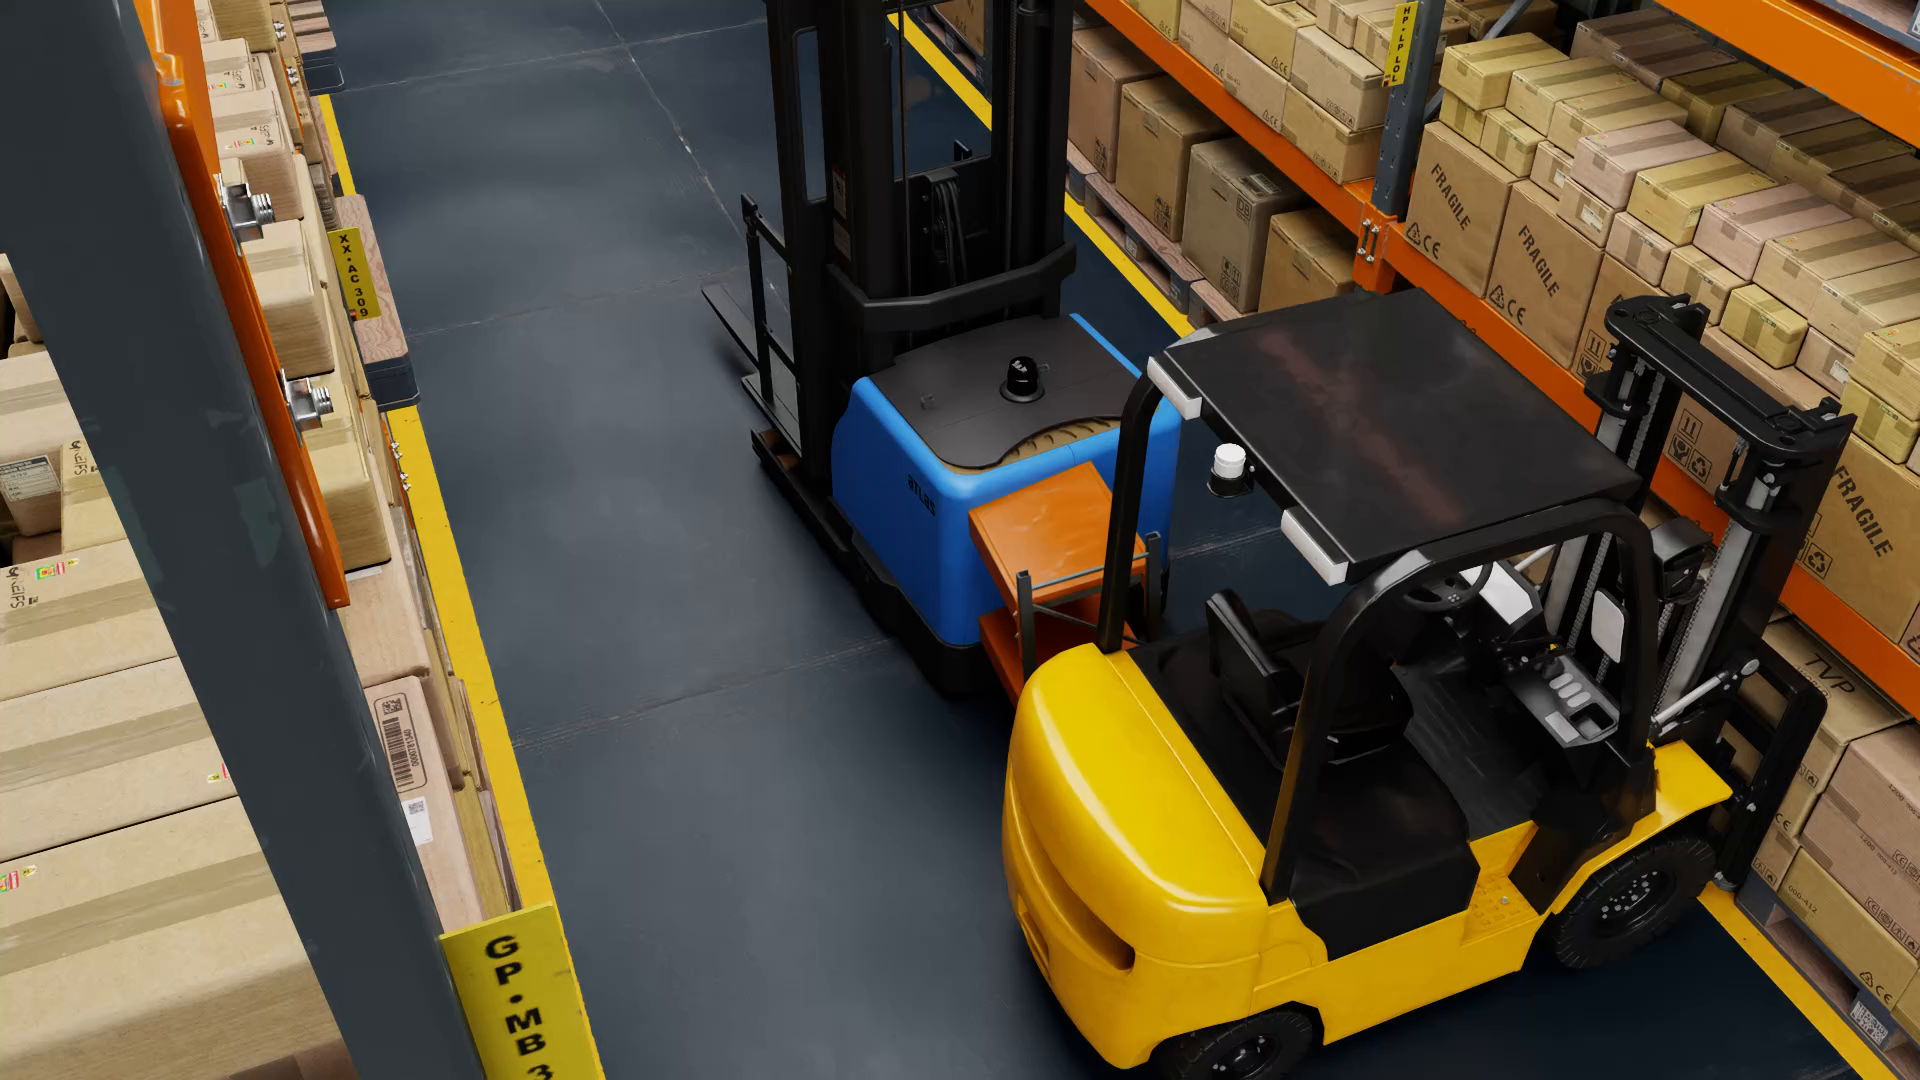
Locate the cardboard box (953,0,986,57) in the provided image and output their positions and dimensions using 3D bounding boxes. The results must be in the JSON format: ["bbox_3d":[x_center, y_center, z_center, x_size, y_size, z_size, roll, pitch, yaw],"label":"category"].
[{"bbox_3d":[0.278,-3.432,10.535,0.500,0.500,0.500,-14,43,-16],"label":"cardboard box"}]

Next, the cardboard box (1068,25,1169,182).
[{"bbox_3d":[1.122,-2.507,9.364,0.875,0.625,0.625,-14,43,-15],"label":"cardboard box"}]

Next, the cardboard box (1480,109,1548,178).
[{"bbox_3d":[2.149,-1.480,6.097,0.380,0.149,0.250,-14,43,-16],"label":"cardboard box"}]

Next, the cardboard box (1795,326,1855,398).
[{"bbox_3d":[2.782,-0.563,5.029,0.380,0.149,0.250,-15,43,-17],"label":"cardboard box"}]

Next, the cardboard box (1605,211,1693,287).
[{"bbox_3d":[2.399,-1.005,5.544,0.380,0.149,0.250,-16,43,-17],"label":"cardboard box"}]

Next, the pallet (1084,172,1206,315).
[{"bbox_3d":[1.380,-1.723,9.091,1.003,0.211,1.213,-15,43,-17],"label":"pallet"}]

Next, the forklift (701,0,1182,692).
[{"bbox_3d":[-0.298,-1.472,6.714,1.130,2.935,3.031,-19,44,-21],"label":"forklift"}]

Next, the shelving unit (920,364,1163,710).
[{"bbox_3d":[0.302,0.146,6.184,0.538,1.125,1.048,-16,43,-11],"label":"shelving unit"}]

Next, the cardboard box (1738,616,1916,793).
[{"bbox_3d":[2.832,0.497,5.392,0.500,0.250,0.500,-15,43,-16],"label":"cardboard box"}]

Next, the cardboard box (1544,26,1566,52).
[{"bbox_3d":[2.212,-2.112,7.137,0.500,0.250,0.500,-16,43,-18],"label":"cardboard box"}]

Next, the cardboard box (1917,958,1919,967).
[{"bbox_3d":[3.224,1.278,4.866,0.500,0.250,0.500,-16,43,-17],"label":"cardboard box"}]

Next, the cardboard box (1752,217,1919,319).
[{"bbox_3d":[2.695,-0.838,5.122,0.380,0.149,0.250,-15,43,-17],"label":"cardboard box"}]

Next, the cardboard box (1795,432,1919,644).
[{"bbox_3d":[2.882,-0.092,4.980,0.500,0.500,0.500,-16,43,-18],"label":"cardboard box"}]

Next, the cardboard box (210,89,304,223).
[{"bbox_3d":[-1.411,-0.667,3.006,0.380,0.149,0.250,-15,43,-16],"label":"cardboard box"}]

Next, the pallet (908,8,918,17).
[{"bbox_3d":[-0.075,-4.155,11.920,1.003,0.211,1.213,-15,43,-17],"label":"pallet"}]

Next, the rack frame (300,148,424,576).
[{"bbox_3d":[-2.415,-0.369,5.379,1.000,3.000,0.127,-15,43,-17],"label":"rack frame"}]

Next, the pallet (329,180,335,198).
[{"bbox_3d":[-3.151,-1.524,6.869,1.003,0.211,1.213,-15,43,-17],"label":"pallet"}]

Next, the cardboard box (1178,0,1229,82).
[{"bbox_3d":[1.375,-2.399,7.855,0.500,0.250,0.500,-15,43,-17],"label":"cardboard box"}]

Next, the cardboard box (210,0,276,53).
[{"bbox_3d":[-1.685,-1.137,3.552,0.380,0.149,0.250,-14,43,-16],"label":"cardboard box"}]

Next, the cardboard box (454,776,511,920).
[{"bbox_3d":[-1.207,0.917,3.578,0.500,0.500,0.500,-16,43,-18],"label":"cardboard box"}]

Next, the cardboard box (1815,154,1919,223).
[{"bbox_3d":[3.031,-1.110,5.438,0.380,0.149,0.250,-16,43,-17],"label":"cardboard box"}]

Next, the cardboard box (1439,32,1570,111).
[{"bbox_3d":[2.017,-1.740,6.171,0.380,0.149,0.250,-14,43,-16],"label":"cardboard box"}]

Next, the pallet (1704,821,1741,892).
[{"bbox_3d":[2.905,0.673,6.305,1.003,0.211,1.213,-15,43,-17],"label":"pallet"}]

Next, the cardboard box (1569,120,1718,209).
[{"bbox_3d":[2.310,-1.273,5.628,0.380,0.149,0.250,-14,43,-16],"label":"cardboard box"}]

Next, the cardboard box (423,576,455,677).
[{"bbox_3d":[-1.941,0.519,5.557,0.500,0.500,0.500,-16,43,-17],"label":"cardboard box"}]

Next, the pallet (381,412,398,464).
[{"bbox_3d":[-3.185,-0.517,7.689,1.003,0.211,1.213,-15,43,-17],"label":"pallet"}]

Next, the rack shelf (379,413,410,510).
[{"bbox_3d":[-3.181,-1.301,7.014,1.077,0.370,4.000,-15,43,-17],"label":"rack shelf"}]

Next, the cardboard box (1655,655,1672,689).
[{"bbox_3d":[2.638,0.366,5.928,0.500,0.250,0.500,-15,43,-17],"label":"cardboard box"}]

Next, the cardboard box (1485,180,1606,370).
[{"bbox_3d":[2.312,-1.006,6.042,0.500,0.500,0.500,-14,43,-16],"label":"cardboard box"}]

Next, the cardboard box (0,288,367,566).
[{"bbox_3d":[-1.236,-0.133,2.691,0.500,0.250,0.500,-14,43,-16],"label":"cardboard box"}]

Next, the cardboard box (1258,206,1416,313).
[{"bbox_3d":[1.959,-1.180,7.821,0.875,0.625,0.625,-13,42,-15],"label":"cardboard box"}]

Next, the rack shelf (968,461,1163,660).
[{"bbox_3d":[0.279,-0.069,5.987,0.538,0.278,1.000,-16,43,-11],"label":"rack shelf"}]

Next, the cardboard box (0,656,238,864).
[{"bbox_3d":[-0.944,0.283,1.901,0.380,0.149,0.250,-15,43,-17],"label":"cardboard box"}]

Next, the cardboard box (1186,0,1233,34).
[{"bbox_3d":[1.351,-2.592,7.695,0.500,0.250,0.500,-14,43,-16],"label":"cardboard box"}]

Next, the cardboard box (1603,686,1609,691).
[{"bbox_3d":[2.644,0.566,6.078,0.500,0.250,0.500,-14,43,-16],"label":"cardboard box"}]

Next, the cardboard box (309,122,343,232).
[{"bbox_3d":[-2.330,-1.033,5.524,0.500,0.500,0.500,-14,43,-16],"label":"cardboard box"}]

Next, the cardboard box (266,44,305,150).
[{"bbox_3d":[-1.804,-1.060,3.768,0.500,0.250,0.500,-16,43,-18],"label":"cardboard box"}]

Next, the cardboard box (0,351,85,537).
[{"bbox_3d":[-1.193,-0.178,2.437,0.380,0.149,0.250,-15,43,-17],"label":"cardboard box"}]

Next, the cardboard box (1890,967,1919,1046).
[{"bbox_3d":[3.228,1.479,5.016,0.500,0.250,0.500,-15,43,-17],"label":"cardboard box"}]

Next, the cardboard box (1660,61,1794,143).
[{"bbox_3d":[2.742,-1.572,5.975,0.380,0.149,0.250,-15,43,-17],"label":"cardboard box"}]

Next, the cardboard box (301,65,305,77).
[{"bbox_3d":[-3.089,-2.104,7.267,0.380,0.149,0.250,-14,43,-16],"label":"cardboard box"}]

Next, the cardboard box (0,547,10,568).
[{"bbox_3d":[-1.724,-0.009,2.546,0.500,0.250,0.500,-14,43,-16],"label":"cardboard box"}]

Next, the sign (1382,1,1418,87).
[{"bbox_3d":[1.671,-1.878,6.305,0.100,0.325,0.005,-15,43,-17],"label":"sign"}]

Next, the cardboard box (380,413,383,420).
[{"bbox_3d":[-2.897,-0.280,6.968,0.950,0.372,0.625,-13,42,-14],"label":"cardboard box"}]

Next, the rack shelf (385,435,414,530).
[{"bbox_3d":[-1.650,1.108,4.212,1.077,0.370,4.000,-15,43,-17],"label":"rack shelf"}]

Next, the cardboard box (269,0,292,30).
[{"bbox_3d":[-2.905,-1.943,6.582,0.500,0.500,0.500,-17,43,-19],"label":"cardboard box"}]

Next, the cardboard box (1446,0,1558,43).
[{"bbox_3d":[2.233,-2.159,6.886,0.380,0.149,0.250,-16,43,-18],"label":"cardboard box"}]

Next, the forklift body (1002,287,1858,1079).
[{"bbox_3d":[1.288,0.434,5.095,2.313,2.155,1.214,-15,43,-17],"label":"forklift body"}]

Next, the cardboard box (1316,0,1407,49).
[{"bbox_3d":[1.718,-2.195,6.928,0.380,0.149,0.250,-16,43,-17],"label":"cardboard box"}]

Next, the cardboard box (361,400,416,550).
[{"bbox_3d":[-1.812,-0.006,4.651,0.500,0.500,0.500,-14,43,-15],"label":"cardboard box"}]
